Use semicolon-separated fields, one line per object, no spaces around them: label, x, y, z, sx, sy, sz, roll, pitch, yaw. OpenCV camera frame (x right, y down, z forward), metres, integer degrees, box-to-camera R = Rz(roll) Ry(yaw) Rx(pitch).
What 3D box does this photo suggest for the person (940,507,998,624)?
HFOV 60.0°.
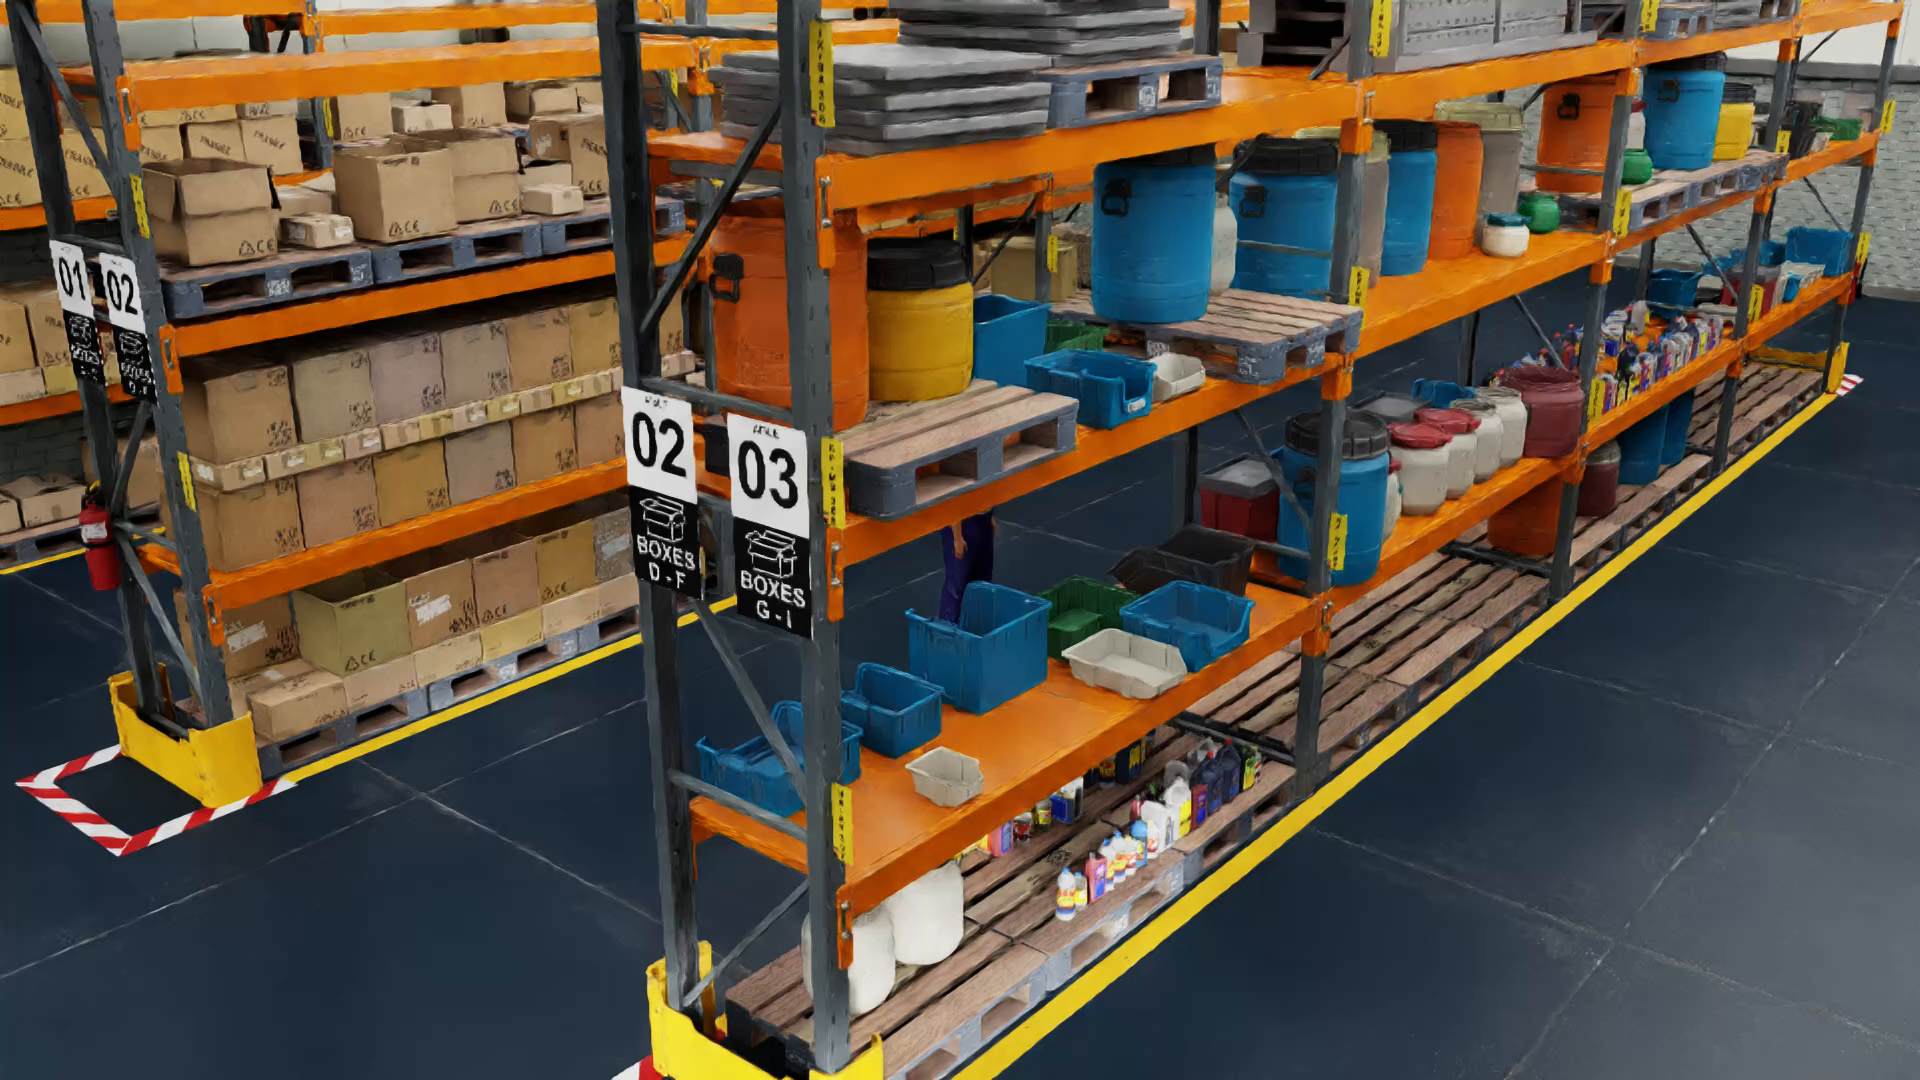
person;0.098;-0.072;11.725;0.452;1.657;0.560;8;22;21
